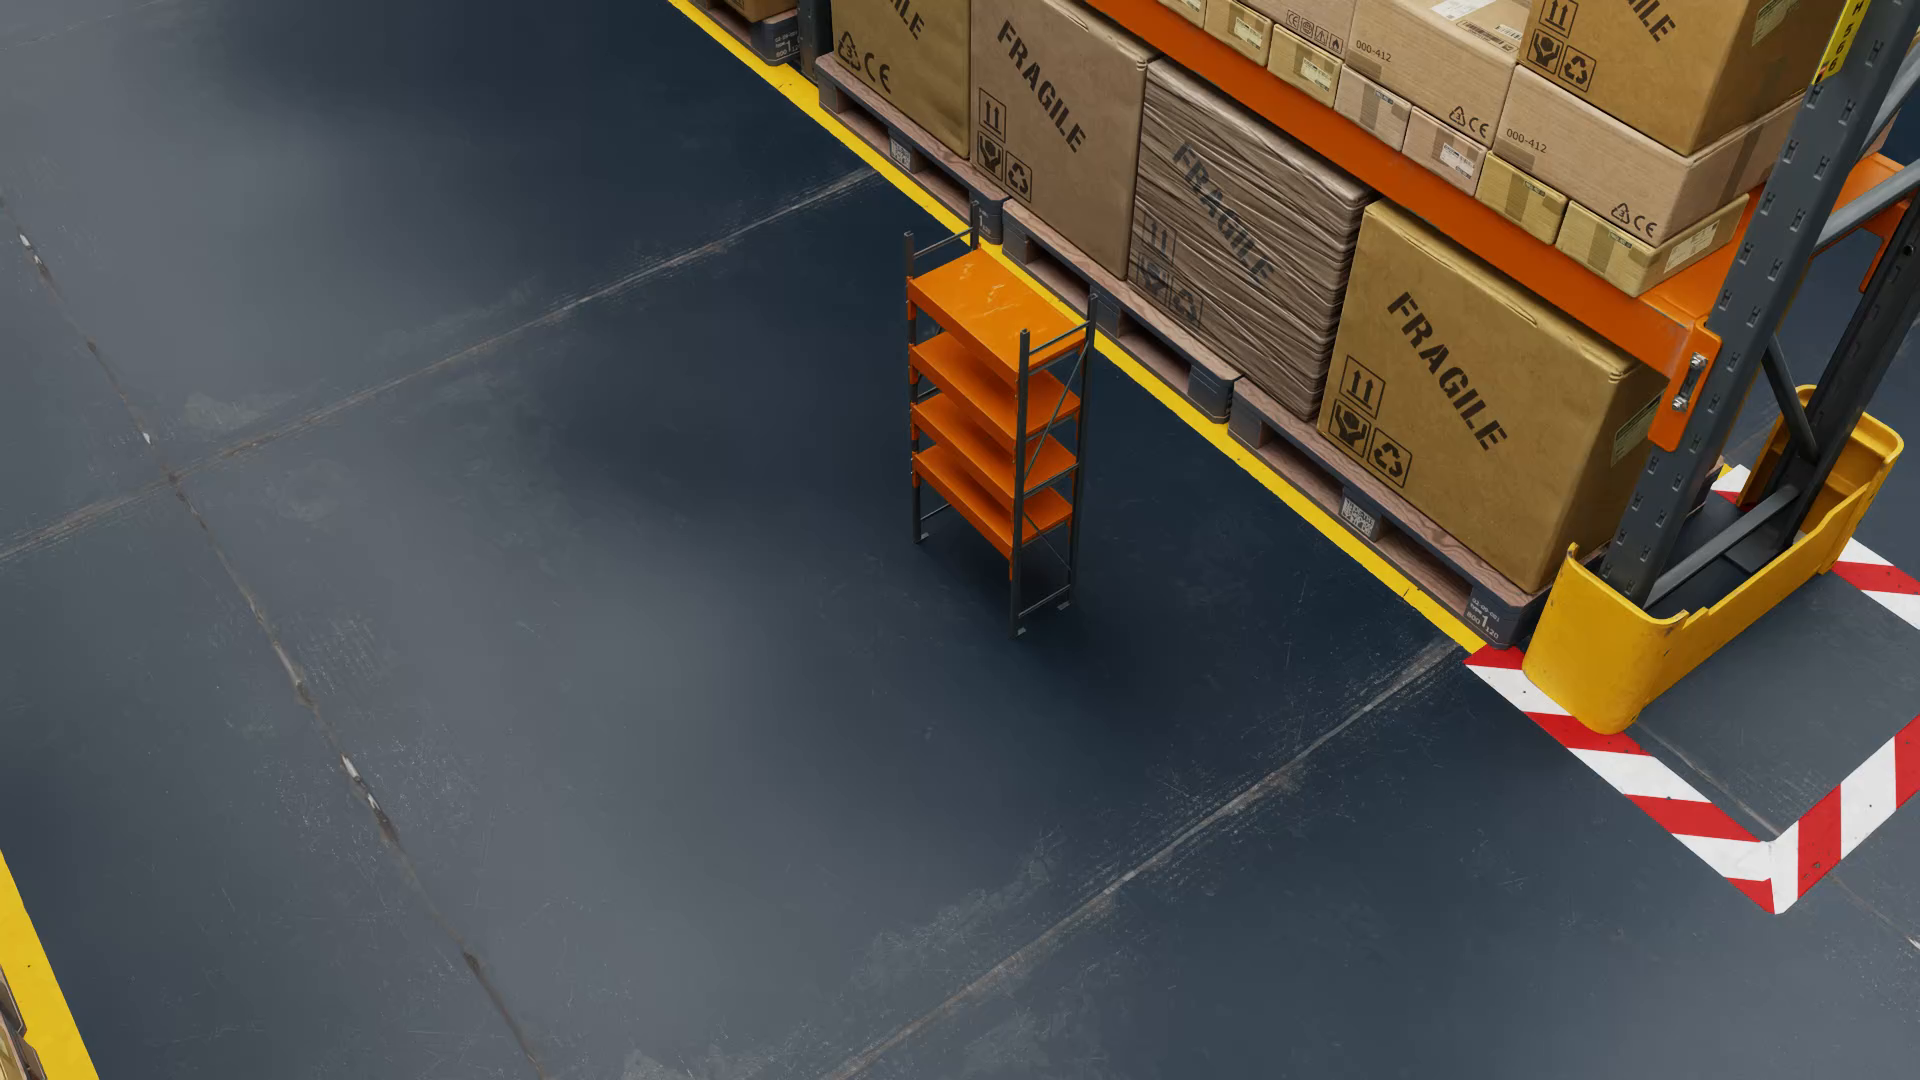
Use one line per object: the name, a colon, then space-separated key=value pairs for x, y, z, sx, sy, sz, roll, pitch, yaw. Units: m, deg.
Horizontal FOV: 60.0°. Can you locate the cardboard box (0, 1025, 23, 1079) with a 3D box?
cardboard box: x=-2.333 y=1.260 z=3.724 sx=0.380 sy=0.149 sz=0.250 roll=-29 pitch=54 yaw=-24

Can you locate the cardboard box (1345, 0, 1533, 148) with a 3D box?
cardboard box: x=1.374 y=-1.324 z=4.326 sx=0.500 sy=0.250 sz=0.500 roll=-30 pitch=55 yaw=-25

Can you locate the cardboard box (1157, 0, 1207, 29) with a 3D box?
cardboard box: x=0.783 y=-1.688 z=4.925 sx=0.380 sy=0.149 sz=0.250 roll=-28 pitch=54 yaw=-23

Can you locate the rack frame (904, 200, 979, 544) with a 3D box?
rack frame: x=-0.048 y=-0.449 z=4.847 sx=0.240 sy=1.200 sz=0.015 roll=-29 pitch=54 yaw=-24

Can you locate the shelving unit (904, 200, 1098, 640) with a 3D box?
shelving unit: x=0.100 y=-0.305 z=4.717 sx=0.258 sy=1.200 sz=0.503 roll=-29 pitch=54 yaw=-24

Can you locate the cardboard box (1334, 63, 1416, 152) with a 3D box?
cardboard box: x=1.247 y=-1.236 z=4.515 sx=0.380 sy=0.149 sz=0.250 roll=-29 pitch=54 yaw=-23

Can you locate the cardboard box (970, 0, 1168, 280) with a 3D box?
cardboard box: x=0.645 y=-1.639 z=5.862 sx=0.875 sy=0.875 sz=0.875 roll=-29 pitch=54 yaw=-24

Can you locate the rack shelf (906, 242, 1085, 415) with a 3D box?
rack shelf: x=0.100 y=-0.569 z=4.426 sx=0.258 sy=0.148 sz=0.480 roll=-29 pitch=54 yaw=-24

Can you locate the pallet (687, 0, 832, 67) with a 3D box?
pallet: x=-0.763 y=-2.652 z=7.511 sx=1.003 sy=0.211 sz=1.213 roll=-29 pitch=54 yaw=-24

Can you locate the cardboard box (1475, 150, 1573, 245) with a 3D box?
cardboard box: x=1.549 y=-0.939 z=4.246 sx=0.380 sy=0.149 sz=0.250 roll=-29 pitch=54 yaw=-24

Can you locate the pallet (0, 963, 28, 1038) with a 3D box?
pallet: x=-3.067 y=1.035 z=4.169 sx=1.003 sy=0.211 sz=1.213 roll=-29 pitch=54 yaw=-24

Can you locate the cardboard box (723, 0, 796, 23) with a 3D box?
cardboard box: x=-0.640 y=-2.963 z=7.062 sx=1.225 sy=0.875 sz=0.875 roll=-29 pitch=54 yaw=-24

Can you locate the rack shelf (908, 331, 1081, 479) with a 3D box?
rack shelf: x=0.100 y=-0.410 z=4.601 sx=0.258 sy=0.148 sz=0.480 roll=-29 pitch=54 yaw=-24

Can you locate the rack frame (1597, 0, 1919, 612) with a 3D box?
rack frame: x=2.186 y=-0.808 z=3.958 sx=1.000 sy=3.000 sz=0.127 roll=-29 pitch=54 yaw=-24

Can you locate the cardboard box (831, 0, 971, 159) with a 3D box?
cardboard box: x=0.100 y=-2.169 z=6.343 sx=0.875 sy=0.875 sz=0.875 roll=-29 pitch=54 yaw=-24

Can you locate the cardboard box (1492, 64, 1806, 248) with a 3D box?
cardboard box: x=1.681 y=-1.025 z=4.055 sx=0.500 sy=0.250 sz=0.500 roll=-30 pitch=55 yaw=-25

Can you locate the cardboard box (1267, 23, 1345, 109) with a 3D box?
cardboard box: x=1.088 y=-1.388 z=4.653 sx=0.380 sy=0.149 sz=0.250 roll=-31 pitch=55 yaw=-25

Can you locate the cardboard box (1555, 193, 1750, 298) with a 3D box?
cardboard box: x=1.708 y=-0.786 z=4.108 sx=0.380 sy=0.149 sz=0.250 roll=-28 pitch=54 yaw=-23

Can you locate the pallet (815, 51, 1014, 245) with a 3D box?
pallet: x=0.162 y=-1.747 z=6.691 sx=1.003 sy=0.211 sz=1.213 roll=-29 pitch=54 yaw=-24

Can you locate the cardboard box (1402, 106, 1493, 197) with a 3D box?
cardboard box: x=1.397 y=-1.088 z=4.381 sx=0.380 sy=0.149 sz=0.250 roll=-29 pitch=54 yaw=-24

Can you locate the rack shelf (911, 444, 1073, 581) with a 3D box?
rack shelf: x=0.100 y=-0.127 z=4.914 sx=0.258 sy=0.148 sz=0.480 roll=-29 pitch=54 yaw=-24

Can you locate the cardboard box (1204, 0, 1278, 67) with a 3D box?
cardboard box: x=0.931 y=-1.541 z=4.792 sx=0.380 sy=0.149 sz=0.250 roll=-29 pitch=54 yaw=-24

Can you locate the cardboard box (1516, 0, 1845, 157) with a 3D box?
cardboard box: x=1.681 y=-1.279 z=3.779 sx=0.500 sy=0.500 sz=0.500 roll=-29 pitch=54 yaw=-24

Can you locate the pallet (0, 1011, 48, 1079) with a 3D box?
pallet: x=-2.333 y=1.754 z=3.518 sx=1.003 sy=0.211 sz=1.213 roll=-29 pitch=54 yaw=-24

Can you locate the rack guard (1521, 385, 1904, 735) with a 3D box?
rack guard: x=2.200 y=0.045 z=4.872 sx=1.175 sy=0.500 sz=0.348 roll=-29 pitch=54 yaw=-24

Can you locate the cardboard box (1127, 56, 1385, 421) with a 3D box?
cardboard box: x=1.183 y=-1.114 z=5.386 sx=0.875 sy=0.875 sz=0.875 roll=-29 pitch=54 yaw=-24

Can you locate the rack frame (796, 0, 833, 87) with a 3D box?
rack frame: x=-0.236 y=-3.167 z=6.096 sx=1.000 sy=3.000 sz=0.127 roll=-29 pitch=54 yaw=-24

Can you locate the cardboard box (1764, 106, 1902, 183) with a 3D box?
cardboard box: x=2.233 y=-1.081 z=4.375 sx=0.380 sy=0.149 sz=0.250 roll=-29 pitch=54 yaw=-24

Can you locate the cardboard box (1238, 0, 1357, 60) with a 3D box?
cardboard box: x=1.066 y=-1.624 z=4.598 sx=0.500 sy=0.250 sz=0.500 roll=-31 pitch=55 yaw=-25

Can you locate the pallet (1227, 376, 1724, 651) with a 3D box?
pallet: x=1.639 y=-0.308 z=5.387 sx=1.003 sy=0.211 sz=1.213 roll=-29 pitch=54 yaw=-24

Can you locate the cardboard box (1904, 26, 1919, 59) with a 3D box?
cardboard box: x=2.110 y=-1.262 z=4.270 sx=0.500 sy=0.250 sz=0.500 roll=-31 pitch=55 yaw=-25

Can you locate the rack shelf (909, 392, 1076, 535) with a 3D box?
rack shelf: x=0.100 y=-0.260 z=4.767 sx=0.258 sy=0.148 sz=0.480 roll=-29 pitch=54 yaw=-24

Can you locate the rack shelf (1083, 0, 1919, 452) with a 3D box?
rack shelf: x=0.975 y=-1.746 z=5.294 sx=1.077 sy=0.370 sz=4.000 roll=-29 pitch=54 yaw=-24

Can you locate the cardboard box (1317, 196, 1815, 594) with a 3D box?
cardboard box: x=1.734 y=-0.577 z=4.899 sx=0.875 sy=0.875 sz=0.875 roll=-29 pitch=54 yaw=-24

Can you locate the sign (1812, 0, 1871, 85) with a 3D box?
sign: x=1.745 y=-1.042 z=3.228 sx=0.100 sy=0.325 sz=0.005 roll=-29 pitch=54 yaw=-24

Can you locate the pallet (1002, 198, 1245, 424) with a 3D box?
pallet: x=0.905 y=-1.027 z=6.039 sx=1.003 sy=0.211 sz=1.213 roll=-29 pitch=54 yaw=-24

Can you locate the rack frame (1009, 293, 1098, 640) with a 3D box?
rack frame: x=0.248 y=-0.162 z=4.587 sx=0.240 sy=1.200 sz=0.015 roll=-29 pitch=54 yaw=-24
